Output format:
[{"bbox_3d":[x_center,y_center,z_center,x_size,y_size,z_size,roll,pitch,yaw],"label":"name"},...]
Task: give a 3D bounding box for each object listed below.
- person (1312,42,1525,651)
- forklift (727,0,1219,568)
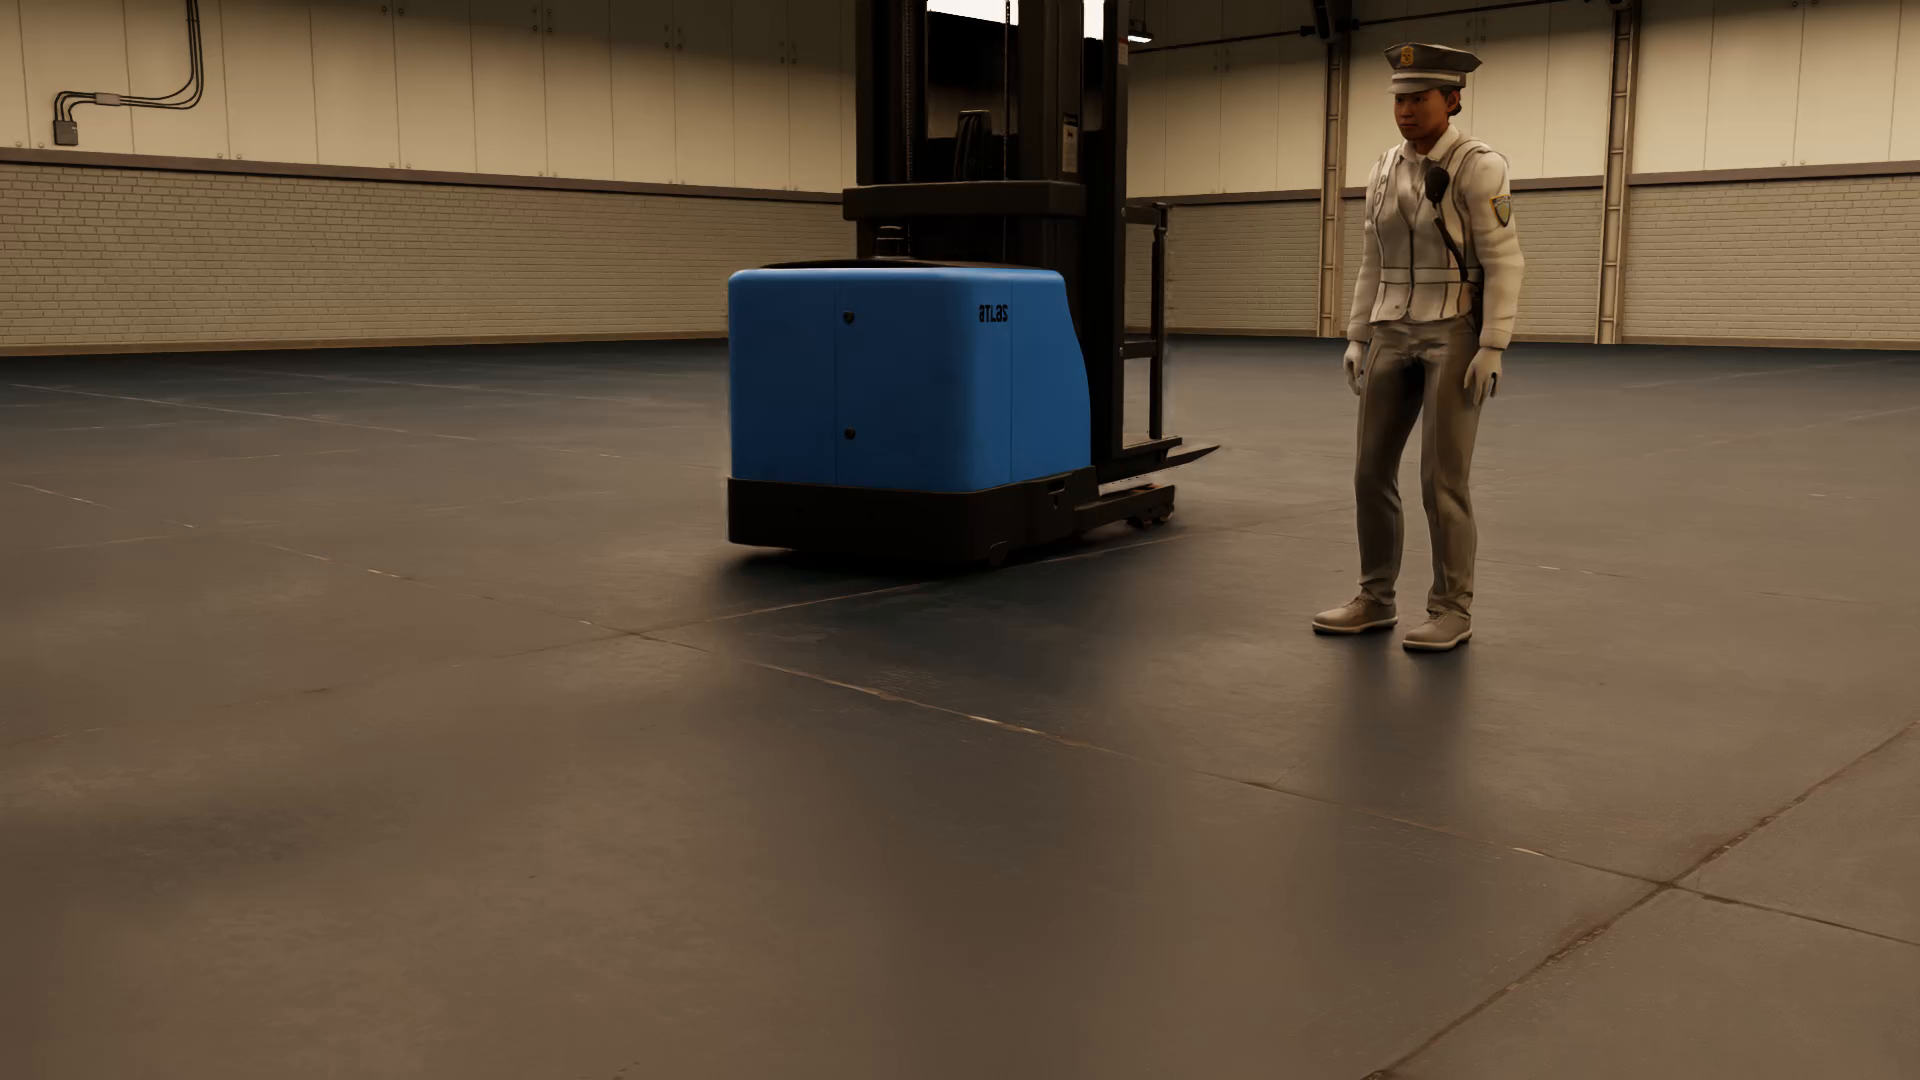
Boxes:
[{"bbox_3d":[1.317,-0.537,4.711,0.376,1.662,0.530,-7,11,-37],"label":"person"},{"bbox_3d":[0.285,-1.530,7.038,1.130,2.935,3.031,5,10,28],"label":"forklift"}]
